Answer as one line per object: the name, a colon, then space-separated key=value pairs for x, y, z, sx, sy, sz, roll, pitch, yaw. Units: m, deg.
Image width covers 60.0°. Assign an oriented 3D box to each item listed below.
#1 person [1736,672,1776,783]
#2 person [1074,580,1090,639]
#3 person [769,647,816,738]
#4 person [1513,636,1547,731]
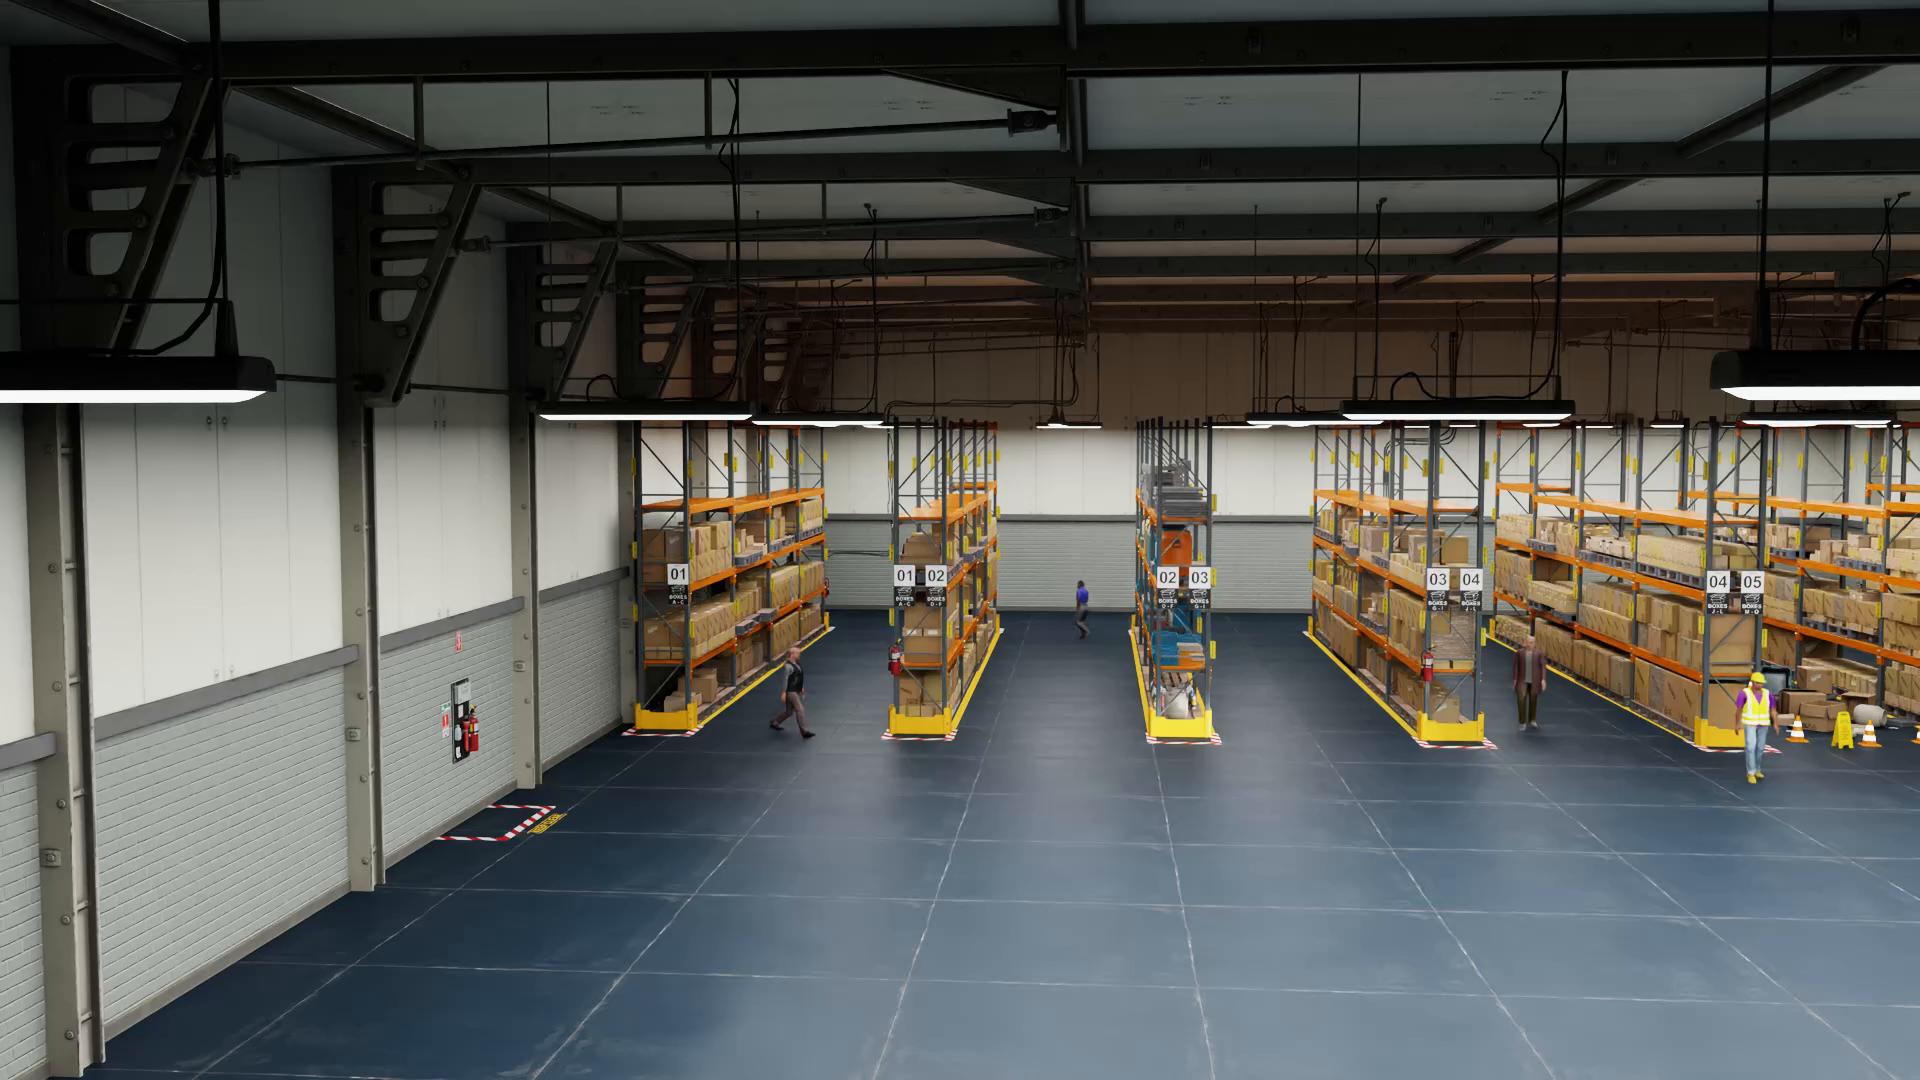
person: x=13.074 y=3.074 z=27.274 sx=0.601 sy=1.819 sz=0.558 roll=0 pitch=4 yaw=6
person: x=3.395 y=1.928 z=45.843 sx=0.590 sy=1.622 sz=0.522 roll=3 pitch=5 yaw=42
person: x=-3.143 y=2.896 z=31.278 sx=1.043 sy=1.590 sz=0.554 roll=1 pitch=4 yaw=13
person: x=10.978 y=2.765 z=32.033 sx=0.643 sy=1.848 sz=0.609 roll=2 pitch=4 yaw=23
